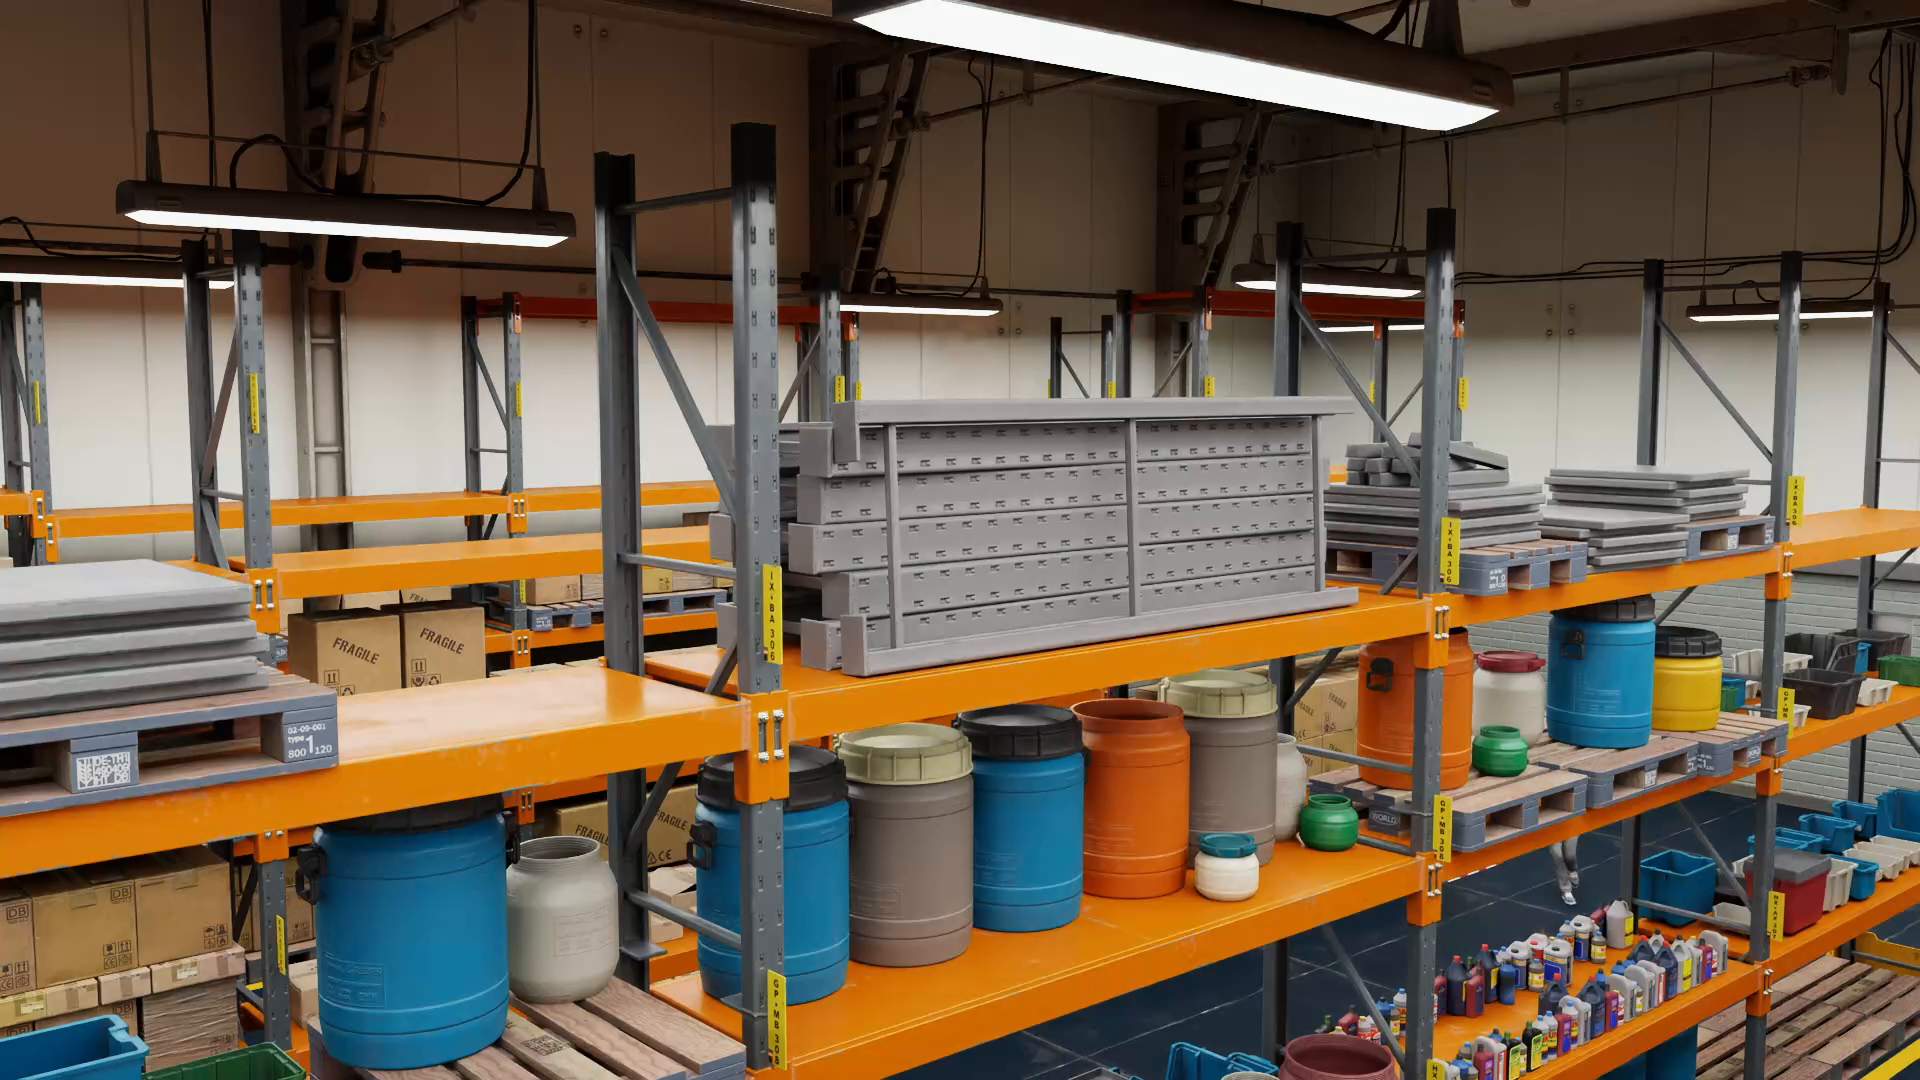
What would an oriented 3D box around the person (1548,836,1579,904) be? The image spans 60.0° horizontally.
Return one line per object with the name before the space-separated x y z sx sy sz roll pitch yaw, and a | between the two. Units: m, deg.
person | 5.971 2.820 16.699 0.596 1.542 0.571 2 6 22
